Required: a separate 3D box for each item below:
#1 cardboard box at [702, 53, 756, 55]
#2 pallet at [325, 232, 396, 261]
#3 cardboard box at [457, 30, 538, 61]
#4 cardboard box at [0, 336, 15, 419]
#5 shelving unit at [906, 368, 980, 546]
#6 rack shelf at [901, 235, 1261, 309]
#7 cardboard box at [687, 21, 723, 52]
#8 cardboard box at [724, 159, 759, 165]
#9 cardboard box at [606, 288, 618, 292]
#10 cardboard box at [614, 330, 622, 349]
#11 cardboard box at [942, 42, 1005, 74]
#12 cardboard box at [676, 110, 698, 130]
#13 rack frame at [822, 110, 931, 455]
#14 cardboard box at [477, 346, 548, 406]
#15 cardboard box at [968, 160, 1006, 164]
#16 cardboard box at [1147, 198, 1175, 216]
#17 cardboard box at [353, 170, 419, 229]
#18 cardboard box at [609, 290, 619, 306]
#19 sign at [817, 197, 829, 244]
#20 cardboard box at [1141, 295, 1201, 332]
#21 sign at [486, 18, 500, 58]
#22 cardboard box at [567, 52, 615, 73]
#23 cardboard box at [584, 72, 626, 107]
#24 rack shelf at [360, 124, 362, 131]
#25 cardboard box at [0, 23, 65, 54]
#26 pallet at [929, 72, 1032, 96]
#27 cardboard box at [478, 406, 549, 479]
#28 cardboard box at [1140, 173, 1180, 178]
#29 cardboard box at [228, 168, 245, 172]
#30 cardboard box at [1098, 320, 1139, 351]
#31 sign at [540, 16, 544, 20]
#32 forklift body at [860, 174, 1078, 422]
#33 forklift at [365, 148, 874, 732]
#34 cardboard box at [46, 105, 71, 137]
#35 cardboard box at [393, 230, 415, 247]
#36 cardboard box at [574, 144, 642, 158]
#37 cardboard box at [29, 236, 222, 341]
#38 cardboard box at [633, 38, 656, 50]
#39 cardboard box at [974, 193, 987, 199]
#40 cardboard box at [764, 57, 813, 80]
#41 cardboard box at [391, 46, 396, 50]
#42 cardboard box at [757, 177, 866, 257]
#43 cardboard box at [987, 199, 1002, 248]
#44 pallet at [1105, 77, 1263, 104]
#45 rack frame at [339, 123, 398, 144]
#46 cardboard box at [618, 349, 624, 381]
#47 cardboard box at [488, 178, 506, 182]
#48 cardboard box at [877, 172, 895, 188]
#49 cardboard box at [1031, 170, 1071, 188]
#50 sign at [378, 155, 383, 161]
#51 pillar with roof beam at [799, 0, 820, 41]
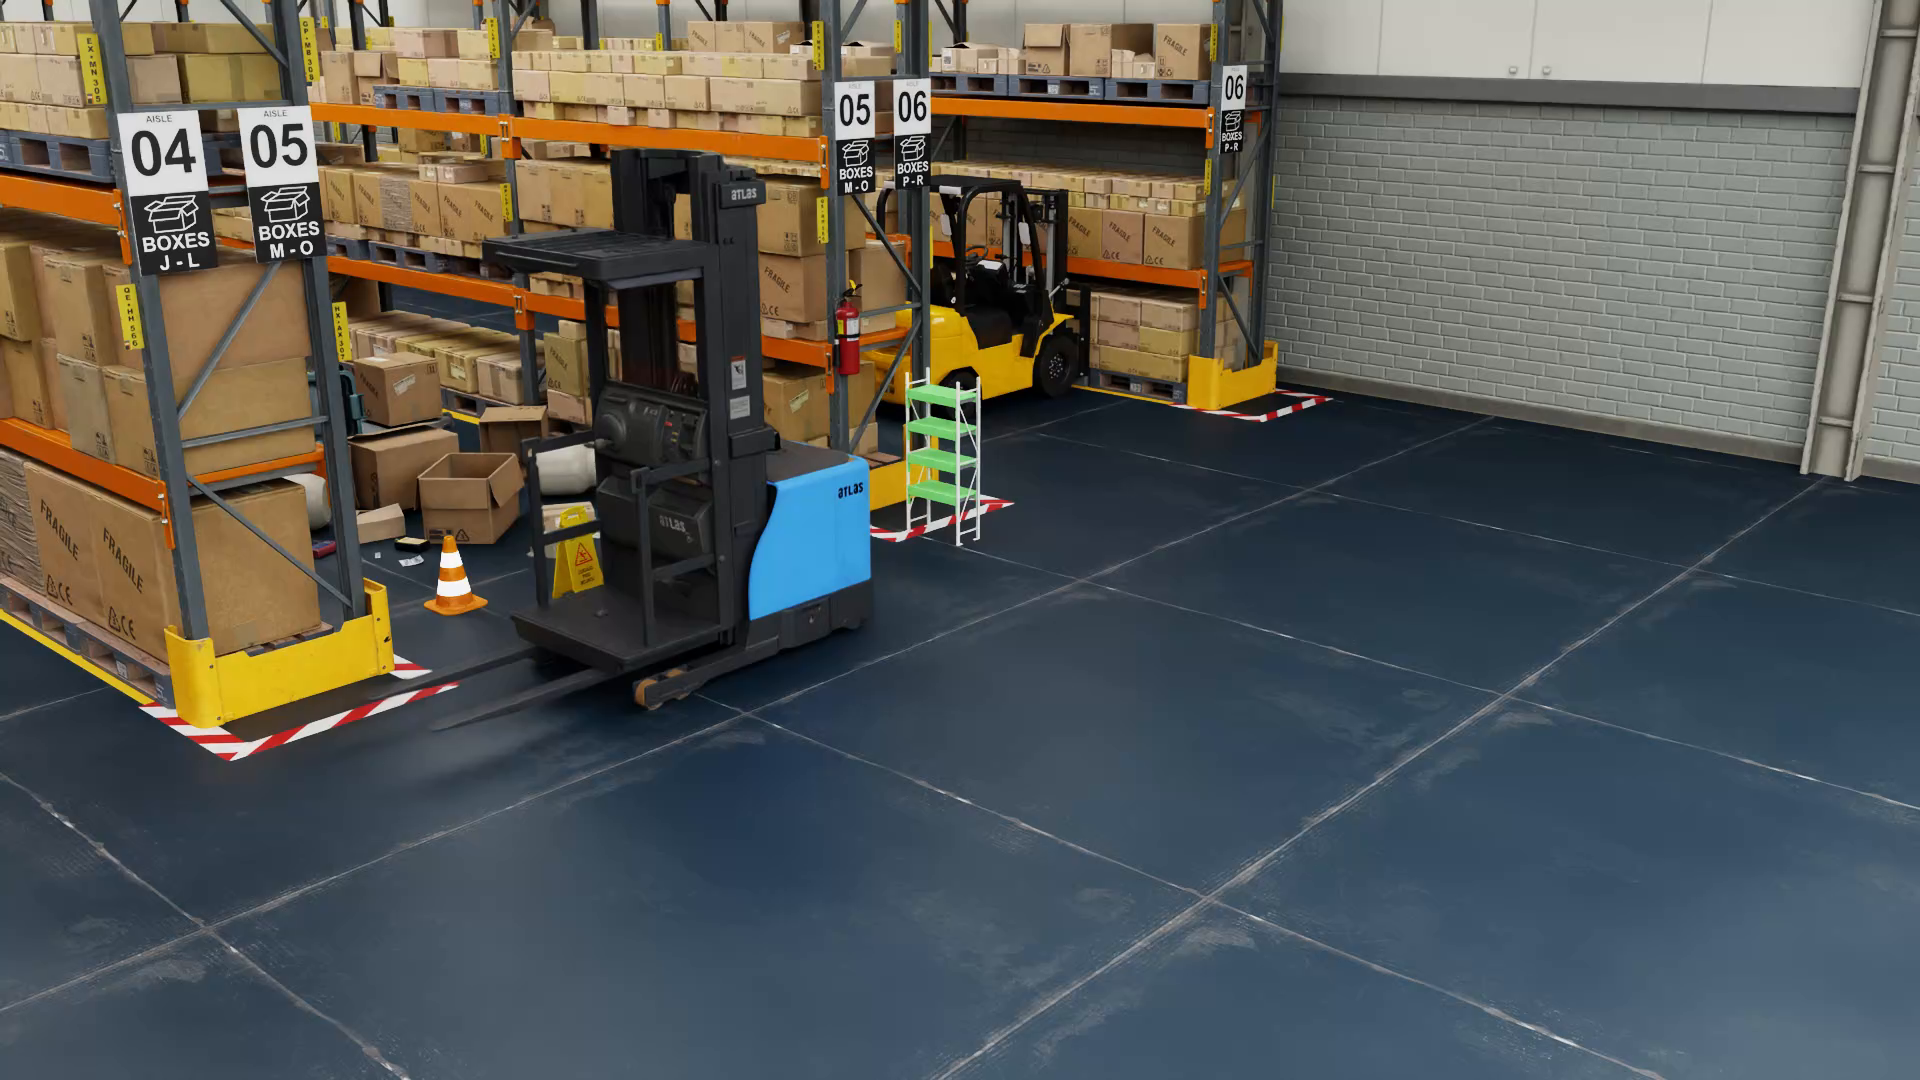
[{"bbox_3d":[-1.852,-3.841,13.394,0.250,0.149,0.380,16,23,40],"label":"cardboard box"},{"bbox_3d":[-5.984,-3.117,17.290,1.003,0.211,1.213,15,23,39],"label":"pallet"},{"bbox_3d":[-4.114,-4.408,14.811,0.500,0.250,0.500,16,23,40],"label":"cardboard box"},{"bbox_3d":[-5.770,-1.143,10.508,0.550,0.550,0.875,15,23,39],"label":"cardboard box"},{"bbox_3d":[-0.124,-0.605,12.035,0.503,1.200,0.258,15,23,39],"label":"shelving unit"},{"bbox_3d":[1.192,-2.903,17.490,4.000,0.370,1.077,15,23,39],"label":"rack shelf"},{"bbox_3d":[-2.916,-5.975,19.998,0.500,0.500,0.500,15,23,40],"label":"cardboard box"},{"bbox_3d":[-2.640,-4.528,20.184,0.250,0.149,0.380,15,23,40],"label":"cardboard box"},{"bbox_3d":[-2.694,-2.363,13.941,0.500,0.500,0.500,15,23,39],"label":"cardboard box"},{"bbox_3d":[-2.692,-1.706,14.067,0.250,0.149,0.380,17,24,42],"label":"cardboard box"},{"bbox_3d":[0.156,-5.061,17.428,0.500,0.311,0.500,16,23,40],"label":"cardboard box"},{"bbox_3d":[-1.996,-3.303,13.016,0.250,0.149,0.380,14,22,38],"label":"cardboard box"},{"bbox_3d":[-0.605,-1.721,12.575,0.127,3.000,1.000,15,23,39],"label":"rack frame"},{"bbox_3d":[-3.990,-1.576,15.770,0.625,0.372,0.950,15,23,40],"label":"cardboard box"},{"bbox_3d":[0.295,-4.091,18.313,0.250,0.149,0.380,14,23,38],"label":"cardboard box"},{"bbox_3d":[2.031,-3.252,16.163,0.250,0.149,0.380,16,23,40],"label":"cardboard box"},{"bbox_3d":[-5.609,-3.366,16.407,0.500,0.500,0.500,16,23,40],"label":"cardboard box"},{"bbox_3d":[-2.749,-2.079,14.119,0.250,0.149,0.380,15,23,39],"label":"cardboard box"},{"bbox_3d":[-0.988,-2.302,11.969,0.005,0.325,0.100,15,23,39],"label":"sign"},{"bbox_3d":[2.136,-2.233,16.386,0.500,0.250,0.500,16,24,41],"label":"cardboard box"},{"bbox_3d":[-3.962,-4.261,14.116,0.005,0.325,0.100,15,23,39],"label":"sign"},{"bbox_3d":[-2.993,-3.917,13.635,0.250,0.149,0.380,15,23,39],"label":"cardboard box"},{"bbox_3d":[-2.691,-3.669,13.510,0.500,0.250,0.500,15,23,40],"label":"cardboard box"},{"bbox_3d":[-8.084,-4.815,18.557,4.000,0.370,1.077,15,23,39],"label":"rack shelf"},{"bbox_3d":[-4.864,-2.663,8.822,0.250,0.149,0.380,16,23,40],"label":"cardboard box"},{"bbox_3d":[0.351,-4.870,17.685,1.213,0.211,1.003,15,23,39],"label":"pallet"},{"bbox_3d":[-3.698,-0.811,13.835,0.500,0.500,0.500,-3,18,-8],"label":"cardboard box"},{"bbox_3d":[2.023,-3.622,16.836,0.250,0.149,0.380,15,23,40],"label":"cardboard box"},{"bbox_3d":[-7.538,-3.997,17.929,0.500,0.500,0.500,16,23,40],"label":"cardboard box"},{"bbox_3d":[1.748,-2.103,16.803,0.500,0.250,0.500,15,23,39],"label":"cardboard box"},{"bbox_3d":[-5.922,-7.244,23.514,0.005,0.325,0.100,15,23,39],"label":"sign"},{"bbox_3d":[0.058,-2.408,16.143,1.214,2.155,2.313,15,23,39],"label":"forklift body"},{"bbox_3d":[-1.891,-0.635,9.266,1.130,2.935,3.031,15,23,39],"label":"forklift"},{"bbox_3d":[-4.476,-2.179,8.617,0.250,0.149,0.380,15,23,40],"label":"cardboard box"},{"bbox_3d":[-5.292,-2.965,16.216,0.250,0.149,0.380,16,24,41],"label":"cardboard box"},{"bbox_3d":[-4.640,-4.986,21.999,0.637,0.503,0.797,14,23,38],"label":"cardboard box"},{"bbox_3d":[-4.868,-1.483,9.792,0.550,0.550,0.875,15,23,39],"label":"cardboard box"},{"bbox_3d":[-3.876,-6.220,20.889,0.250,0.149,0.380,14,22,37],"label":"cardboard box"},{"bbox_3d":[0.303,-3.717,17.627,0.250,0.149,0.380,16,23,40],"label":"cardboard box"},{"bbox_3d":[-1.221,-3.472,12.233,0.250,0.149,0.380,16,23,40],"label":"cardboard box"},{"bbox_3d":[-7.959,-7.105,24.337,0.500,0.250,0.500,15,23,38],"label":"cardboard box"},{"bbox_3d":[-1.132,-2.440,12.531,0.500,0.500,0.700,14,23,38],"label":"cardboard box"},{"bbox_3d":[0.634,-3.345,17.527,0.500,0.500,0.500,15,23,39],"label":"cardboard box"},{"bbox_3d":[2.176,-4.380,16.141,1.213,0.211,1.003,15,23,39],"label":"pallet"},{"bbox_3d":[-9.280,-6.057,26.239,0.127,3.000,1.000,15,23,39],"label":"rack frame"},{"bbox_3d":[-2.539,-1.382,14.119,0.500,0.500,0.500,17,24,42],"label":"cardboard box"},{"bbox_3d":[-4.132,-3.173,15.800,0.500,0.500,0.500,15,23,39],"label":"cardboard box"},{"bbox_3d":[-0.707,-4.023,18.591,0.250,0.149,0.380,16,24,41],"label":"cardboard box"},{"bbox_3d":[0.951,-3.728,17.172,0.250,0.149,0.380,15,23,39],"label":"cardboard box"},{"bbox_3d":[-6.235,-3.966,17.866,0.005,0.325,0.100,15,23,39],"label":"sign"},{"bbox_3d":[-4.580,-6.278,17.018,0.400,9.000,9.100,15,23,39],"label":"pillar with roof beam"}]
